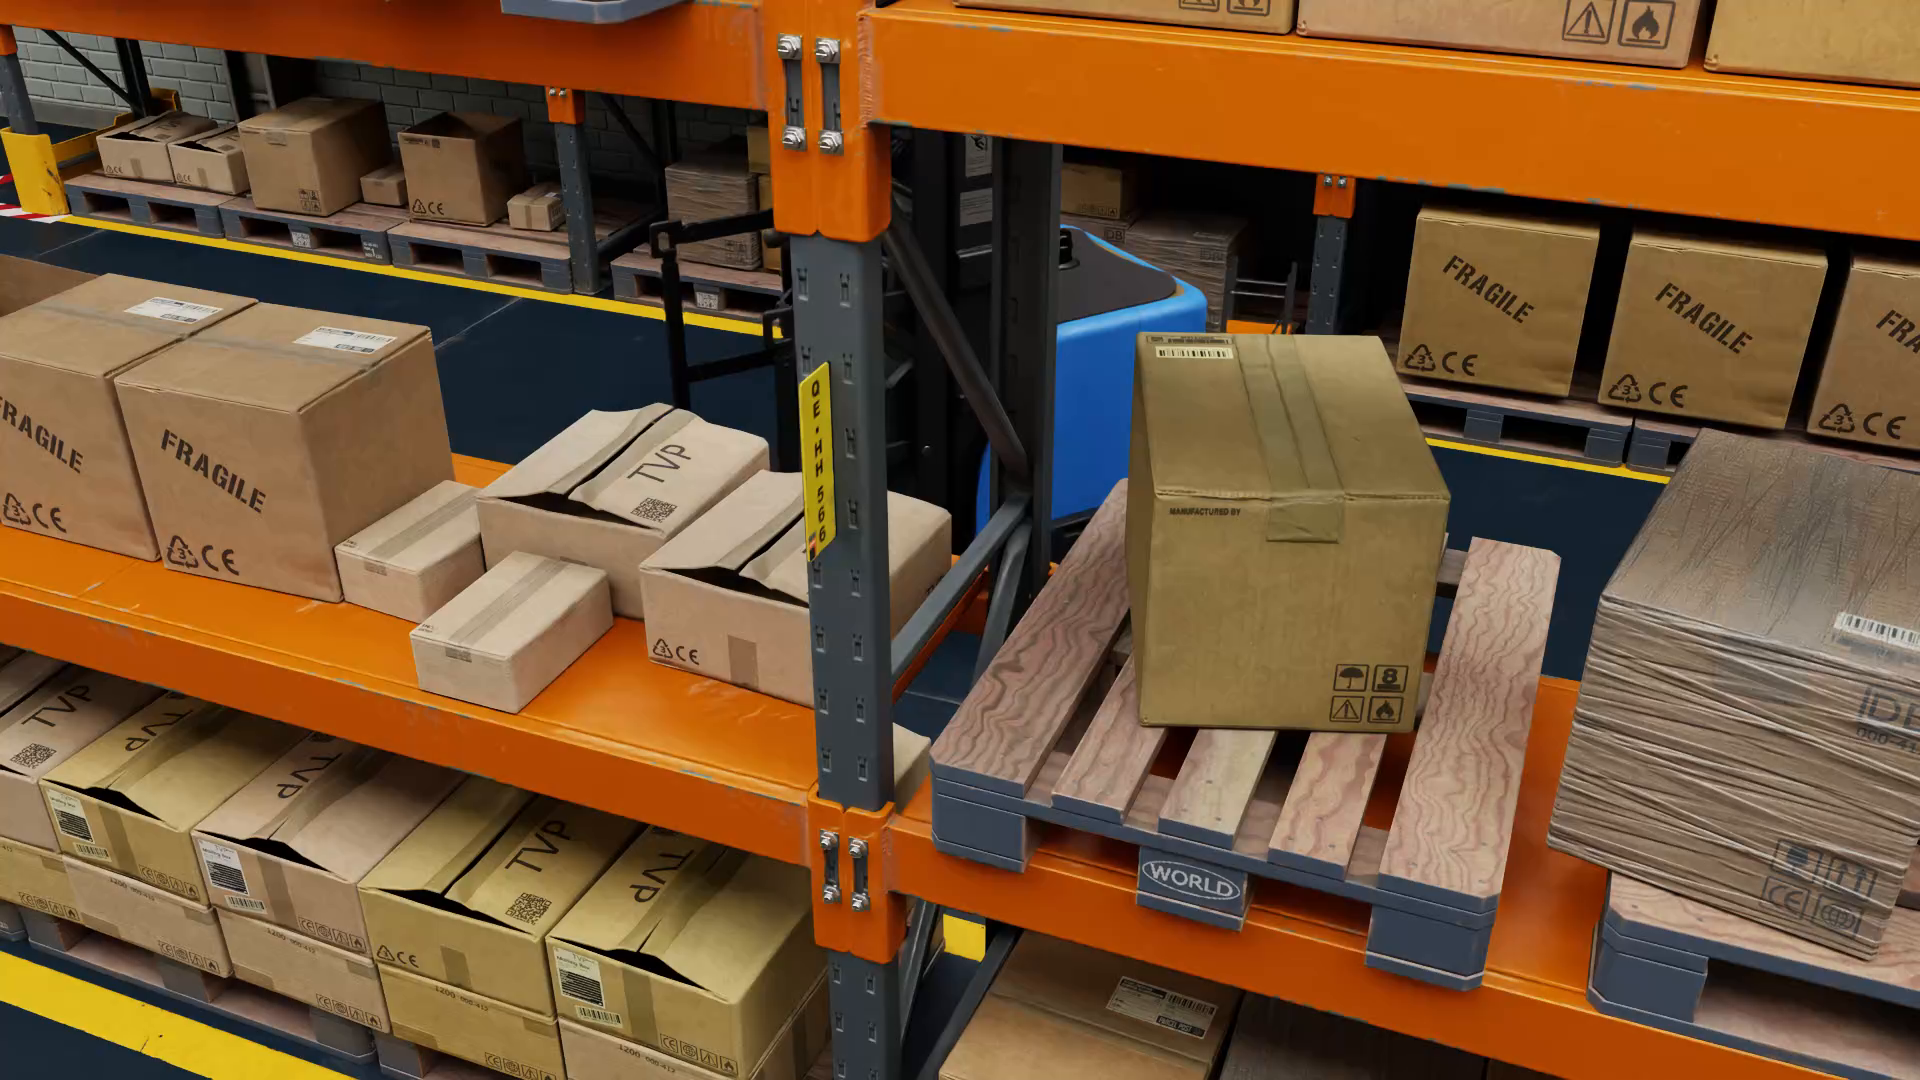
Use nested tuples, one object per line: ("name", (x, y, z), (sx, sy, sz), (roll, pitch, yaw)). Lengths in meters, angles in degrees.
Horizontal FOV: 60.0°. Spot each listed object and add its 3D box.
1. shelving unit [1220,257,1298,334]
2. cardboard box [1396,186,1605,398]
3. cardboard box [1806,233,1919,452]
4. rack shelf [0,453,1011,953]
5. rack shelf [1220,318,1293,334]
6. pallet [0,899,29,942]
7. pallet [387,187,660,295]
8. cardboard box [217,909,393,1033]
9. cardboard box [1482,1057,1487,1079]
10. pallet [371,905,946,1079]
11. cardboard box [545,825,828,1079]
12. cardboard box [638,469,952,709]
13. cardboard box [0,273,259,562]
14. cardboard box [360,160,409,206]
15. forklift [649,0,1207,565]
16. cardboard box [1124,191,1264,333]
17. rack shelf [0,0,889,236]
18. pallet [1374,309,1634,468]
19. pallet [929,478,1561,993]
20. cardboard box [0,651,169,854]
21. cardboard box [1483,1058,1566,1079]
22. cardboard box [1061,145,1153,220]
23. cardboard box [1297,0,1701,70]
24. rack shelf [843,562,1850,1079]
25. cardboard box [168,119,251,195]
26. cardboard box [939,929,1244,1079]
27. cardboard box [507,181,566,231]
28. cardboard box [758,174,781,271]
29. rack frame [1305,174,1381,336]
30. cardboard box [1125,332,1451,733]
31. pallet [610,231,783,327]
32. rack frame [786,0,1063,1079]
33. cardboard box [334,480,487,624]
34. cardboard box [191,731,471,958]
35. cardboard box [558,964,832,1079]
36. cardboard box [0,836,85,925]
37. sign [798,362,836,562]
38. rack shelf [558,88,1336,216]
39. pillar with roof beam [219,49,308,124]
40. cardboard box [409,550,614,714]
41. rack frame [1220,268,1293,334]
("shelving unit", (1.088, -0.454, 6.319), (0.258, 1.200, 0.189), (8, 24, 14))
("cardboard box", (2.462, -1.186, 7.558), (0.750, 0.750, 0.750), (11, 31, 18))
("cardboard box", (4.060, -0.866, 6.992), (0.750, 0.750, 0.750), (12, 32, 21))
("rack shelf", (-1.882, 0.067, 4.313), (4.000, 0.370, 1.077), (11, 31, 19))
("rack shelf", (1.098, -0.744, 6.194), (0.258, 0.103, 0.180), (8, 24, 14))
("pallet", (-3.038, 0.717, 5.267), (1.213, 0.211, 1.003), (11, 31, 19))
("pallet", (-2.512, -1.769, 9.666), (1.213, 0.211, 1.003), (11, 31, 19))
("cardboard box", (-1.552, 0.964, 4.363), (0.500, 0.250, 0.500), (12, 32, 20))
("cardboard box", (1.405, 1.183, 3.702), (0.500, 0.500, 0.500), (10, 31, 17))
("pallet", (-0.777, 1.168, 4.469), (1.213, 0.211, 1.003), (11, 31, 19))
("cardboard box", (-0.607, 0.910, 3.890), (0.500, 0.311, 0.500), (12, 32, 20))
("cardboard box", (-0.350, 0.076, 3.658), (0.500, 0.311, 0.500), (13, 32, 22))
("cardboard box", (-2.078, -0.320, 4.166), (0.500, 0.500, 0.500), (11, 31, 19))
("cardboard box", (-3.351, -2.131, 9.921), (0.250, 0.149, 0.380), (9, 31, 15))
("forklift", (-0.590, -1.102, 5.721), (3.031, 2.935, 1.130), (-16, 33, -26))
("cardboard box", (1.143, -1.348, 8.179), (0.500, 0.500, 0.700), (12, 32, 20))
("rack shelf", (-1.882, -1.238, 3.575), (4.000, 0.370, 1.077), (11, 31, 19))
("pallet", (2.532, -0.741, 7.846), (1.213, 0.211, 1.003), (11, 31, 19))
("pallet", (0.625, 0.301, 3.364), (1.003, 0.211, 1.213), (11, 31, 19))
("cardboard box", (-2.504, 0.535, 4.554), (0.500, 0.311, 0.500), (10, 31, 17))
("cardboard box", (1.235, 1.425, 3.274), (0.500, 0.500, 0.500), (11, 31, 18))
("cardboard box", (0.638, -1.808, 8.232), (0.500, 0.250, 0.500), (12, 32, 20))
("cardboard box", (0.860, -1.065, 2.437), (0.500, 0.500, 0.910), (11, 31, 19))
("rack shelf", (1.824, 0.807, 3.004), (4.000, 0.370, 1.077), (11, 31, 19))
("cardboard box", (-4.448, -2.362, 10.165), (0.500, 0.311, 0.500), (14, 32, 23))
("cardboard box", (0.285, 1.235, 3.609), (0.500, 0.500, 0.500), (13, 32, 21))
("cardboard box", (-2.384, -1.919, 9.528), (0.250, 0.166, 0.380), (7, 30, 13))
("cardboard box", (-0.691, -1.777, 8.939), (0.500, 0.500, 0.700), (11, 31, 18))
("rack frame", (1.830, -2.135, 7.479), (0.127, 3.000, 1.000), (11, 31, 19))
("cardboard box", (0.597, -0.037, 3.239), (0.500, 0.500, 0.700), (1, 30, 2))
("pallet", (-1.155, -1.518, 9.221), (1.213, 0.211, 1.003), (11, 31, 19))
("rack frame", (-0.029, 0.124, 3.482), (0.127, 3.000, 1.000), (11, 31, 19))
("cardboard box", (-1.232, 0.023, 3.916), (0.250, 0.149, 0.380), (14, 32, 23))
("cardboard box", (-1.558, 0.722, 4.222), (0.500, 0.311, 0.500), (11, 31, 19))
("cardboard box", (-0.608, 1.152, 4.030), (0.500, 0.250, 0.500), (12, 32, 20))
("cardboard box", (-2.501, 0.776, 4.697), (0.500, 0.250, 0.500), (10, 31, 18))
("sign", (-0.235, -0.126, 2.748), (0.005, 0.325, 0.100), (11, 31, 19))
("rack shelf", (-0.023, -2.192, 8.311), (4.000, 0.370, 1.077), (11, 31, 19))
("pillar with roof beam", (-6.228, -4.529, 5.617), (0.400, 9.000, 9.100), (11, 31, 19))
("cardboard box", (-0.966, 0.193, 3.615), (0.250, 0.149, 0.380), (11, 31, 19))
("rack frame", (1.064, -0.420, 6.238), (0.240, 1.200, 0.006), (8, 24, 14))
